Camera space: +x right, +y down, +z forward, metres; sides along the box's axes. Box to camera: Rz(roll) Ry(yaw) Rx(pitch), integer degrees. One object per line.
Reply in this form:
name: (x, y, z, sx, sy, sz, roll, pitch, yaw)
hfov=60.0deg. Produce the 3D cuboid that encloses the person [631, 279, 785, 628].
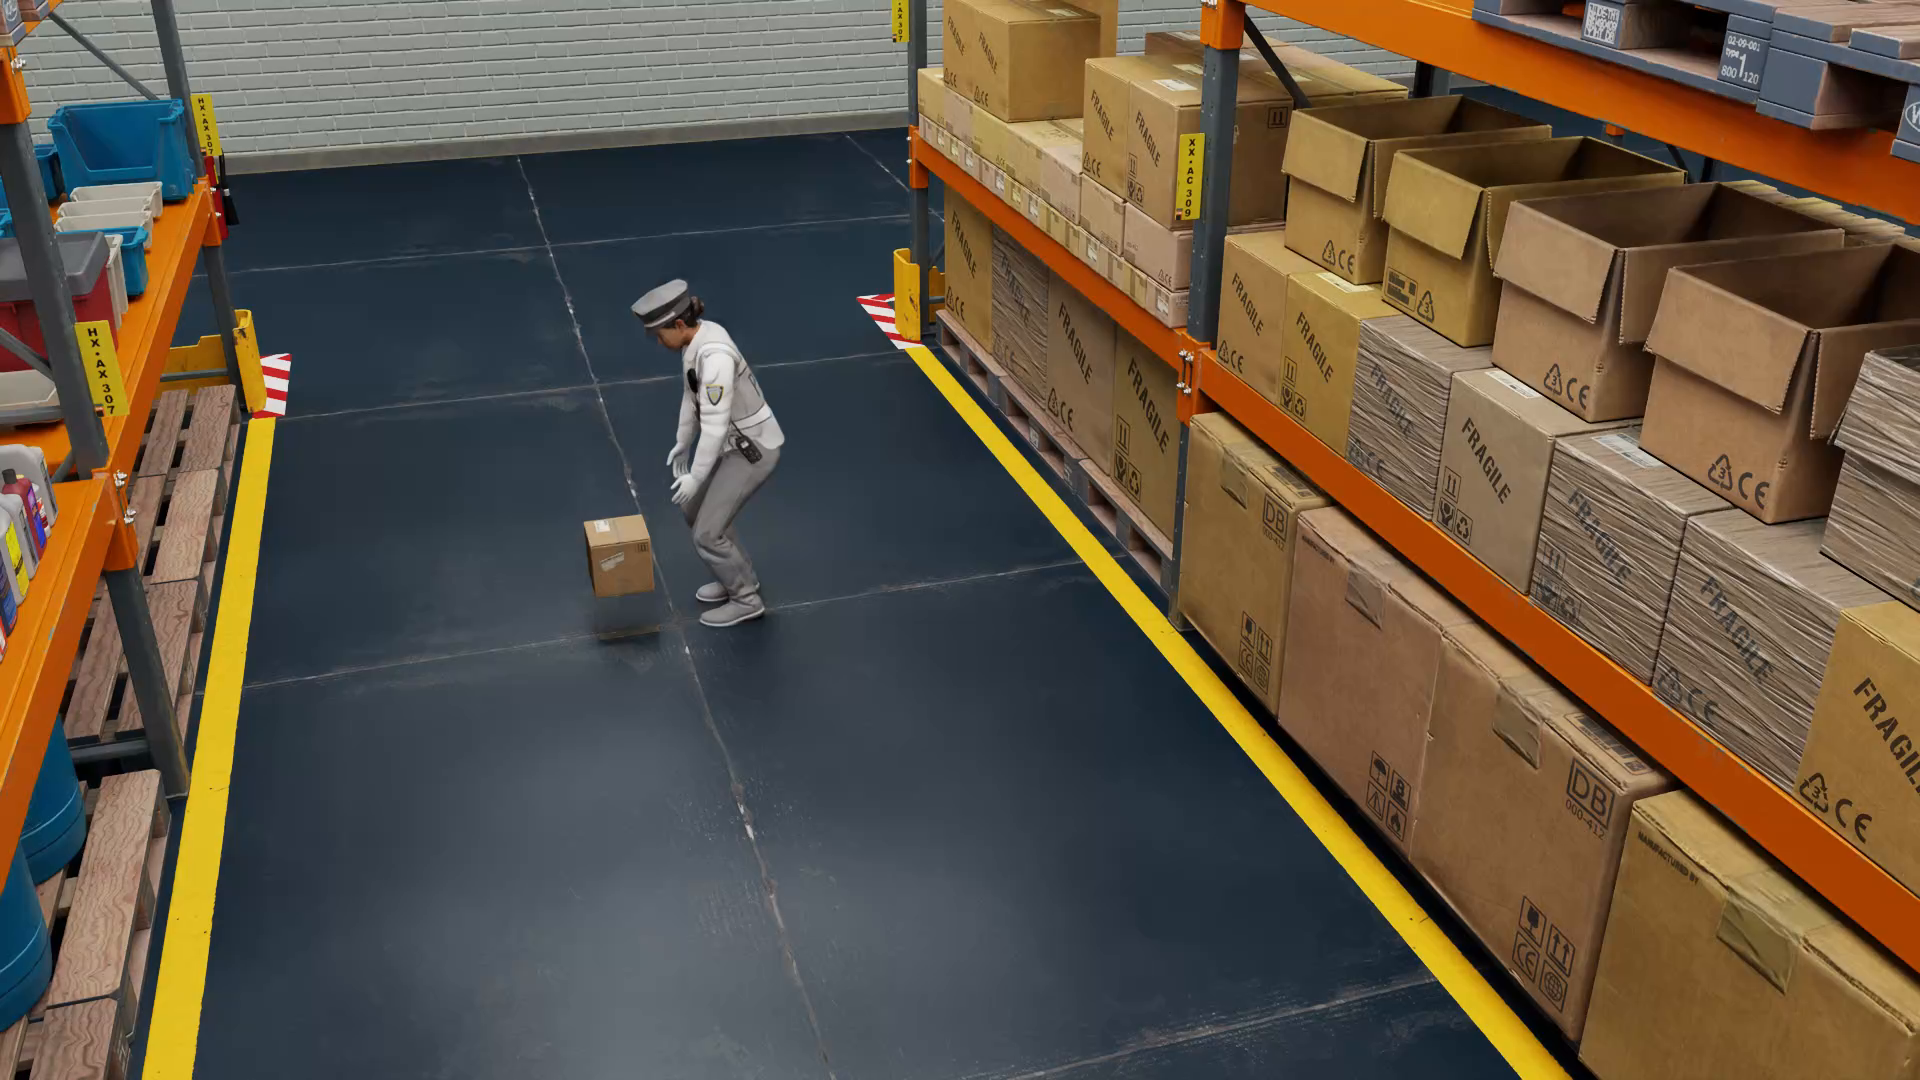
person: (-1.034, -0.360, 7.011, 0.591, 1.522, 0.526, -8, 28, -15)
